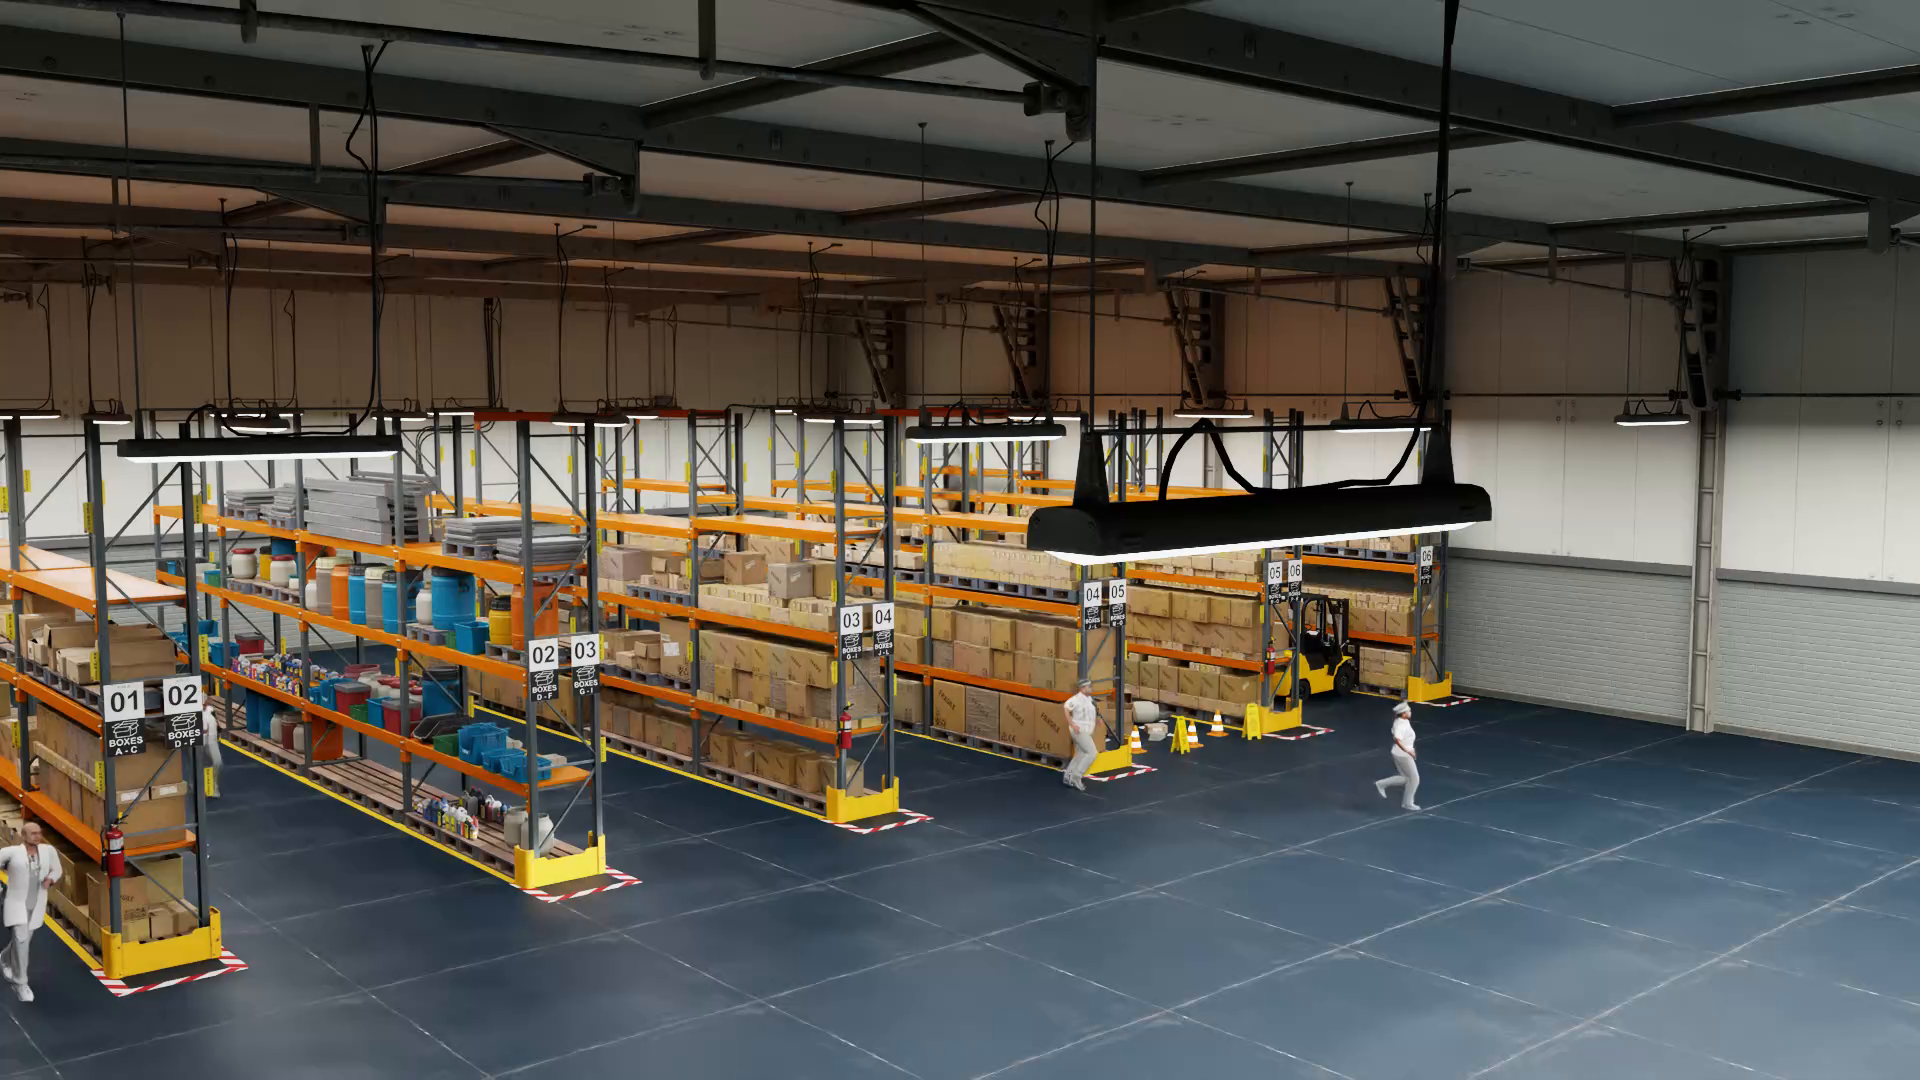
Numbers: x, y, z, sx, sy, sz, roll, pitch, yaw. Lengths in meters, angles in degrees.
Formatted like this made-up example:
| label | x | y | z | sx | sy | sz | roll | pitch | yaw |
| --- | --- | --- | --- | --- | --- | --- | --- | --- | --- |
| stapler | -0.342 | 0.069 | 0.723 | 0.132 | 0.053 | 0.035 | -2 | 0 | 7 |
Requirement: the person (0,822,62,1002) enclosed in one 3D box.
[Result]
| label | x | y | z | sx | sy | sz | roll | pitch | yaw |
| --- | --- | --- | --- | --- | --- | --- | --- | --- | --- |
| person | -9.955 | 3.904 | 17.744 | 0.981 | 1.803 | 0.717 | 4 | 6 | 35 |

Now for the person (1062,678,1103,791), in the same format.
| label | x | y | z | sx | sy | sz | roll | pitch | yaw |
| --- | --- | --- | --- | --- | --- | --- | --- | --- | --- |
| person | 1.996 | 3.120 | 26.855 | 0.644 | 1.779 | 0.697 | 2 | 5 | 19 |

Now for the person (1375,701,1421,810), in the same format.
| label | x | y | z | sx | sy | sz | roll | pitch | yaw |
| --- | --- | --- | --- | --- | --- | --- | --- | --- | --- |
| person | 6.710 | 3.292 | 25.353 | 0.664 | 1.672 | 0.577 | 0 | 5 | 4 |

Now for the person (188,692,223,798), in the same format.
| label | x | y | z | sx | sy | sz | roll | pitch | yaw |
| --- | --- | --- | --- | --- | --- | --- | --- | --- | --- |
| person | -11.866 | 3.225 | 26.091 | 0.759 | 1.705 | 0.554 | 5 | 7 | 44 |
